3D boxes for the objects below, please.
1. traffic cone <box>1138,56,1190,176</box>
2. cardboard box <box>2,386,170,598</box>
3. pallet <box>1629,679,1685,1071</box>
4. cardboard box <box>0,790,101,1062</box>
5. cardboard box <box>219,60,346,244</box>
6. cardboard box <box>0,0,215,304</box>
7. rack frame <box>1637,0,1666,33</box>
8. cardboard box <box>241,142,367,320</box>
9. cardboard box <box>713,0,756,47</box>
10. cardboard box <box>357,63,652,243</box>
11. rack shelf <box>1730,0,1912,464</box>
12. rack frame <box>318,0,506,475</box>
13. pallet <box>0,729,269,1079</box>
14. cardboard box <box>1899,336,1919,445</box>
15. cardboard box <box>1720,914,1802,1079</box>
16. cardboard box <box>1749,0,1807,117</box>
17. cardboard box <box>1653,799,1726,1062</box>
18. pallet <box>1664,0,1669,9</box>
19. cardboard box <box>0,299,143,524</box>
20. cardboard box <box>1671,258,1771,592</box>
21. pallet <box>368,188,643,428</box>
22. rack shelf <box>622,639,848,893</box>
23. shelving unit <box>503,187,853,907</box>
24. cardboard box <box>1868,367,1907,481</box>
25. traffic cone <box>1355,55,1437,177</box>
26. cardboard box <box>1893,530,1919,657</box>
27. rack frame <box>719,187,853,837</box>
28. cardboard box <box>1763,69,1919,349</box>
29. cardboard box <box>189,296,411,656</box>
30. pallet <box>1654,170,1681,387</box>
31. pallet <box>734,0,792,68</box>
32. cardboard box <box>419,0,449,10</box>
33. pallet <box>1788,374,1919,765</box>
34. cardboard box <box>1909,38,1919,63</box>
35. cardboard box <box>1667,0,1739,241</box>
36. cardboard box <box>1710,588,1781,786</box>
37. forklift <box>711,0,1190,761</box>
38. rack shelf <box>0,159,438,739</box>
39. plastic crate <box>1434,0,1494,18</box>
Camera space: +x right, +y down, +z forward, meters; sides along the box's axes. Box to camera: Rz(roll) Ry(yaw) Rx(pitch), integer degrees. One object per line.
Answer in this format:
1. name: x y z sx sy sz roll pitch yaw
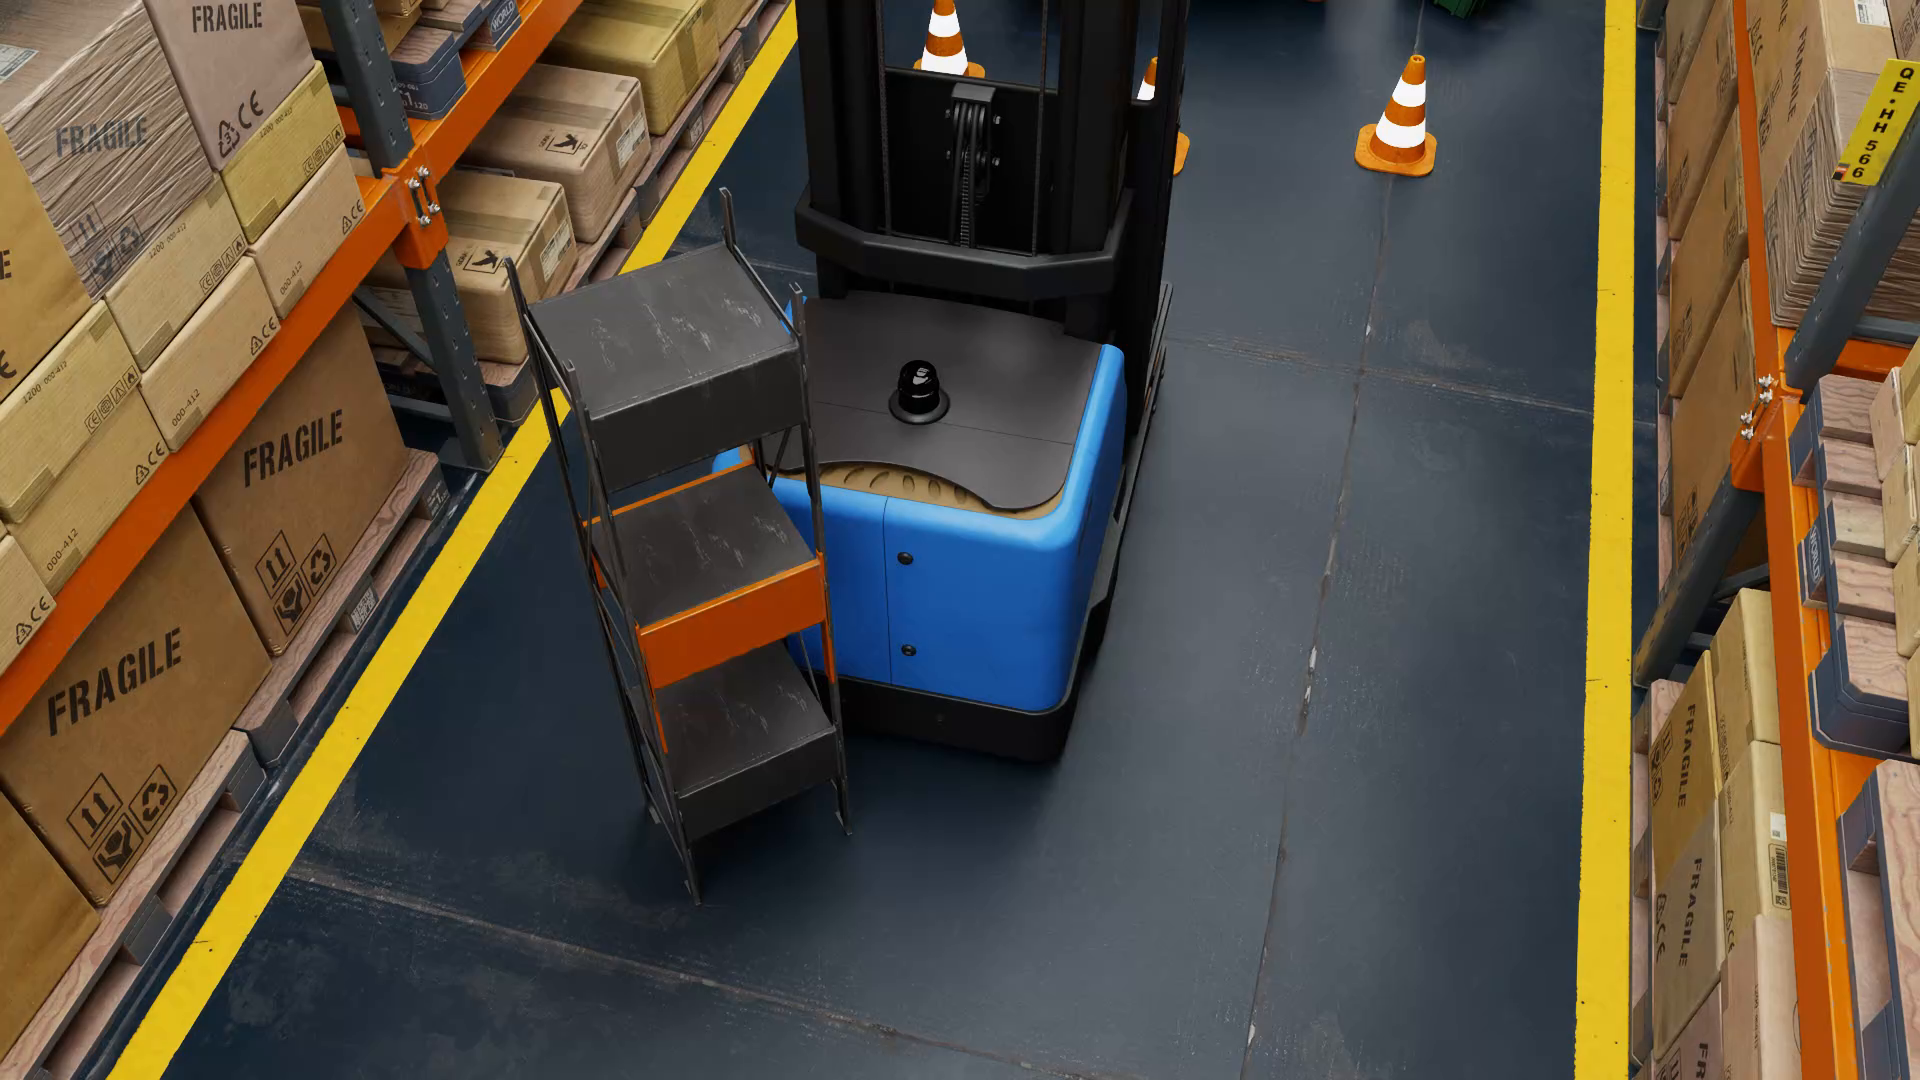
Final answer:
1. traffic cone: 0.818 -1.842 7.067 0.336 0.463 0.334 12 50 10
2. cardboard box: -2.298 -0.168 3.998 0.500 0.250 0.500 11 50 10
3. pallet: 2.447 1.023 4.707 1.003 0.211 1.213 12 50 10
4. cardboard box: -2.884 0.969 4.031 0.875 0.875 0.875 13 50 11
5. cardboard box: -2.030 -1.084 4.473 0.500 0.250 0.500 11 50 10
6. cardboard box: -2.159 -0.934 3.840 0.500 0.500 0.500 12 50 11
7. rack frame: 3.707 -3.358 6.713 1.000 3.000 0.127 12 50 10
8. cardboard box: -2.031 -0.902 4.646 0.500 0.250 0.500 10 49 9
9. cardboard box: -1.417 -2.631 7.544 0.950 0.372 0.625 14 50 12
10. cardboard box: -1.803 -1.580 6.617 0.950 0.372 0.625 11 49 9
11. rack shelf: 3.181 -1.674 5.706 1.077 0.370 4.000 12 50 10
12. rack frame: -2.148 -1.369 4.957 1.000 3.000 0.127 12 50 10
13. pallet: -2.751 0.989 4.736 1.003 0.211 1.213 12 50 10
14. cardboard box: 2.333 -0.309 3.712 0.380 0.149 0.250 14 50 12
15. cardboard box: 1.963 1.148 3.623 0.500 0.250 0.500 12 50 10
16. cardboard box: 2.778 -1.599 5.094 0.500 0.500 0.500 11 49 9
17. cardboard box: 2.093 1.049 4.211 0.500 0.500 0.500 12 50 10
18. pallet: 3.983 -2.970 8.231 1.003 0.211 1.213 12 50 10
19. cardboard box: -2.277 -0.338 3.814 0.500 0.250 0.500 10 49 9
20. cardboard box: 2.901 -0.282 5.219 1.050 0.750 0.750 11 49 10
21. pallet: -1.941 -1.011 6.502 1.003 0.211 1.213 12 50 10
22. rack shelf: -0.638 0.618 4.756 0.480 0.518 0.431 -22 52 -18
23. shelving unit: -0.638 0.145 4.221 0.503 2.100 0.431 -22 52 -18
24. cardboard box: 2.342 -0.237 3.846 0.380 0.149 0.250 11 49 10
25. traffic cone: 1.897 -1.847 7.071 0.336 0.463 0.334 12 50 10
26. cardboard box: 2.200 0.152 3.503 0.380 0.149 0.250 14 50 12
27. rack frame: -0.424 0.058 4.298 0.015 2.100 0.400 -22 52 -18
28. cardboard box: 2.514 -0.877 4.457 0.500 0.500 0.500 12 50 10
29. cardboard box: -2.410 -0.321 5.170 0.875 0.875 0.875 11 50 10
30. pallet: 3.257 -0.977 6.472 1.003 0.211 1.213 12 50 10
31. pallet: -1.299 -2.776 8.059 1.003 0.211 1.213 12 50 10
32. cardboard box: -1.776 -1.821 5.244 0.380 0.149 0.250 9 49 8
33. pallet: 2.569 0.135 3.758 1.213 0.211 1.003 12 50 10
34. cardboard box: 2.782 -1.152 4.032 0.700 0.500 0.500 11 50 10
35. cardboard box: 3.373 -1.589 6.372 1.050 0.750 0.750 12 50 10
36. cardboard box: 2.239 0.426 4.260 0.500 0.250 0.500 10 49 8
37. forklift: 0.147 -1.429 5.056 1.130 2.935 3.031 10 49 9
38. rack shelf: -2.674 0.316 3.950 1.077 0.370 4.000 12 50 10
39. plastic crate: 2.489 -2.831 8.085 0.662 0.188 0.450 -37 68 -28
